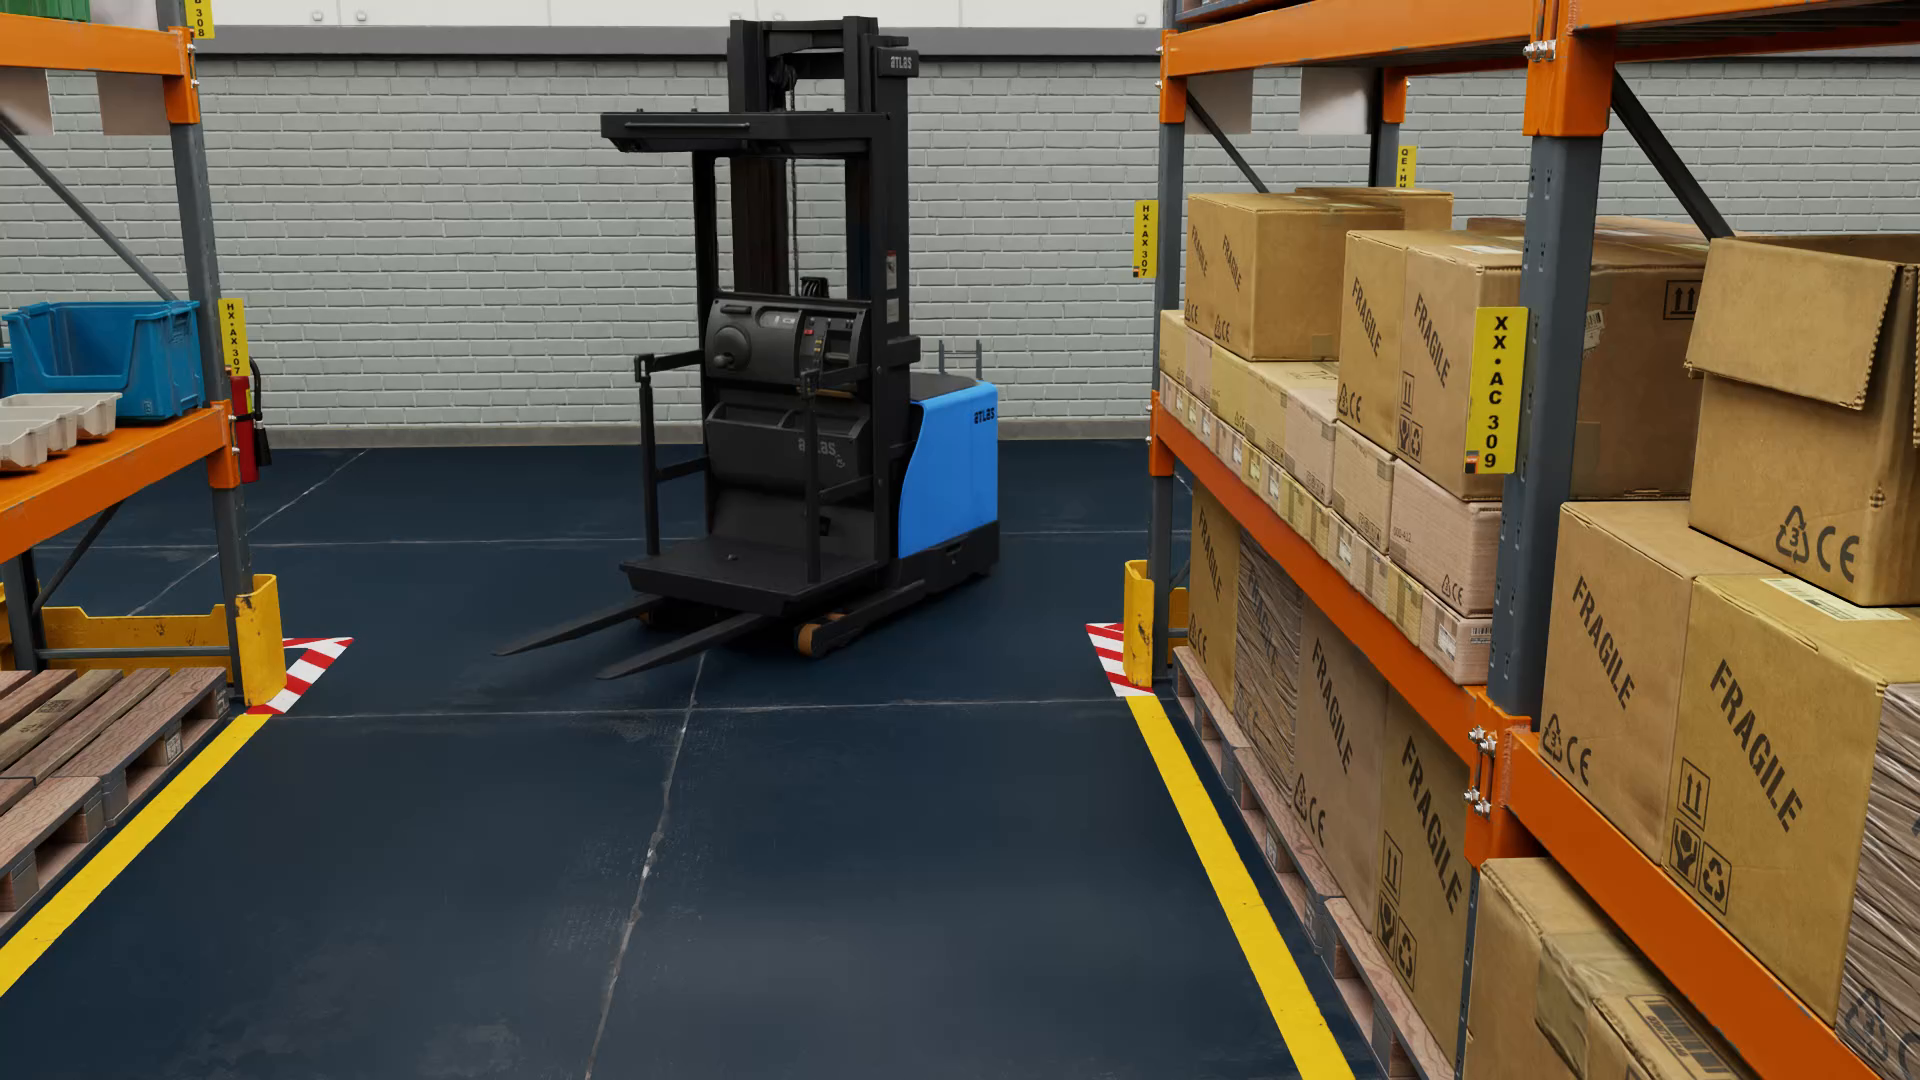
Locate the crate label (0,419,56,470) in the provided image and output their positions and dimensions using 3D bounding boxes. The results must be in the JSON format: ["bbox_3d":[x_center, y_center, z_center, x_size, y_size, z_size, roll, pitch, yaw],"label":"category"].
[{"bbox_3d":[-3.319,-0.319,5.656,0.396,0.136,0.243,-1,14,-3],"label":"crate label"}]

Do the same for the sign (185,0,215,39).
[{"bbox_3d":[-3.048,-2.173,6.644,0.100,0.325,0.005,-1,14,-3],"label":"sign"}]

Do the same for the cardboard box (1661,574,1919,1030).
[{"bbox_3d":[1.406,0.354,2.429,0.500,0.500,0.500,-1,14,-3],"label":"cardboard box"}]

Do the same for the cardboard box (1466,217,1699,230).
[{"bbox_3d":[1.761,-0.650,4.733,0.500,0.500,0.500,-1,14,-5],"label":"cardboard box"}]

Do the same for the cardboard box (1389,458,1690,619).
[{"bbox_3d":[1.306,-0.018,3.780,0.500,0.250,0.500,-1,14,-4],"label":"cardboard box"}]

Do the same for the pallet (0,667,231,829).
[{"bbox_3d":[-3.583,0.797,6.504,1.003,0.211,1.213,-1,14,-3],"label":"pallet"}]

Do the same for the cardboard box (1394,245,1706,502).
[{"bbox_3d":[1.300,-0.385,3.704,0.500,0.500,0.500,0,14,-2],"label":"cardboard box"}]

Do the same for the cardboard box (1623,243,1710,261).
[{"bbox_3d":[1.821,-0.398,3.754,0.500,0.500,0.500,-1,14,-3],"label":"cardboard box"}]

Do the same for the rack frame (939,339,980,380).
[{"bbox_3d":[-0.005,-0.600,9.951,0.240,1.200,0.006,-1,14,-3],"label":"rack frame"}]

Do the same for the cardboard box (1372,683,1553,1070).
[{"bbox_3d":[1.634,0.820,4.242,0.875,0.875,0.875,-1,14,-3],"label":"cardboard box"}]

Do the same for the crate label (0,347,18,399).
[{"bbox_3d":[-3.909,-0.640,6.711,0.416,0.233,0.303,-1,14,-3],"label":"crate label"}]

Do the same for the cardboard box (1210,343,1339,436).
[{"bbox_3d":[1.174,-0.529,5.767,0.500,0.250,0.500,-1,14,-5],"label":"cardboard box"}]

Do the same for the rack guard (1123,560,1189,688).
[{"bbox_3d":[1.346,0.369,7.588,1.175,0.500,0.348,-1,14,-3],"label":"rack guard"}]

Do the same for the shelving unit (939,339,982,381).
[{"bbox_3d":[0.001,-0.577,9.863,0.258,1.200,0.189,-1,14,-3],"label":"shelving unit"}]

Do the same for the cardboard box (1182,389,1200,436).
[{"bbox_3d":[1.074,-0.493,6.427,0.380,0.149,0.250,-1,14,-5],"label":"cardboard box"}]

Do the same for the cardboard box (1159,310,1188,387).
[{"bbox_3d":[1.108,-0.783,6.755,0.500,0.250,0.500,-1,14,-5],"label":"cardboard box"}]

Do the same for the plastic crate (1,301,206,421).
[{"bbox_3d":[-3.389,-0.725,6.632,0.616,0.435,0.499,-1,14,-3],"label":"plastic crate"}]

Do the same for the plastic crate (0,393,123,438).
[{"bbox_3d":[-3.365,-0.460,6.204,0.396,0.136,0.243,-1,14,-3],"label":"plastic crate"}]

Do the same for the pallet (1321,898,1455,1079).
[{"bbox_3d":[1.626,1.320,4.474,1.003,0.211,1.213,-1,14,-3],"label":"pallet"}]

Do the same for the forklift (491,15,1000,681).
[{"bbox_3d":[-0.971,-0.992,7.999,1.130,2.935,3.031,9,17,30],"label":"forklift"}]

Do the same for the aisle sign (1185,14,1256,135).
[{"bbox_3d":[1.044,-2.108,6.981,0.394,0.787,0.004,-1,14,-3],"label":"aisle sign"}]

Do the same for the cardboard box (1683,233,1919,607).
[{"bbox_3d":[1.643,-0.216,2.633,0.797,0.503,0.637,-1,14,-5],"label":"cardboard box"}]

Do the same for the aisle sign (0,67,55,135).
[{"bbox_3d":[-3.897,-2.031,6.684,0.394,0.787,0.004,-1,14,-3],"label":"aisle sign"}]

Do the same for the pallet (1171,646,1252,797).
[{"bbox_3d":[1.475,0.713,6.833,1.003,0.211,1.213,-1,14,-3],"label":"pallet"}]

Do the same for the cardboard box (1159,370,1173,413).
[{"bbox_3d":[1.040,-0.620,6.922,0.380,0.149,0.250,-1,14,-3],"label":"cardboard box"}]

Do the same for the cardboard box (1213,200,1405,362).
[{"bbox_3d":[1.177,-0.893,5.678,0.500,0.500,0.500,-1,14,-5],"label":"cardboard box"}]

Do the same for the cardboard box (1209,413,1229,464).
[{"bbox_3d":[1.106,-0.365,5.929,0.380,0.149,0.250,-1,14,-5],"label":"cardboard box"}]

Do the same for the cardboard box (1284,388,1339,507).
[{"bbox_3d":[1.240,-0.273,4.773,0.500,0.250,0.500,-1,14,-2],"label":"cardboard box"}]

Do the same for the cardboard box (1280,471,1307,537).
[{"bbox_3d":[1.170,-0.109,4.936,0.380,0.149,0.250,-1,14,-4],"label":"cardboard box"}]

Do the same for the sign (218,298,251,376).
[{"bbox_3d":[-3.048,-0.851,6.985,0.100,0.325,0.005,-1,14,-3],"label":"sign"}]

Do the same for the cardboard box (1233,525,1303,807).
[{"bbox_3d":[1.523,0.374,5.973,0.875,0.875,0.875,-1,14,-3],"label":"cardboard box"}]

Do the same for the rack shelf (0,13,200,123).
[{"bbox_3d":[-3.472,-1.366,4.739,1.077,0.370,4.000,-1,14,-3],"label":"rack shelf"}]

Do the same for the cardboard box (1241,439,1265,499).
[{"bbox_3d":[1.137,-0.238,5.435,0.380,0.149,0.250,-1,14,-5],"label":"cardboard box"}]

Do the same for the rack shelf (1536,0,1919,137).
[{"bbox_3d":[1.719,-0.448,1.170,1.077,0.370,4.000,-1,14,-3],"label":"rack shelf"}]

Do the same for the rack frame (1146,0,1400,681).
[{"bbox_3d":[1.348,-0.835,7.254,1.000,3.000,0.127,-1,14,-3],"label":"rack frame"}]

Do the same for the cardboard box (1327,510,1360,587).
[{"bbox_3d":[1.202,0.018,4.439,0.380,0.149,0.250,-1,14,-2],"label":"cardboard box"}]

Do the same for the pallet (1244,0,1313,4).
[{"bbox_3d":[1.483,-1.757,4.992,1.003,0.211,1.213,-1,14,-3],"label":"pallet"}]

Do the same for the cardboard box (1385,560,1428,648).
[{"bbox_3d":[1.233,0.146,3.943,0.380,0.149,0.250,-1,14,-2],"label":"cardboard box"}]

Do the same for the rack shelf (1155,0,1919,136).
[{"bbox_3d":[1.472,-1.442,5.036,1.077,0.370,4.000,-1,14,-3],"label":"rack shelf"}]
